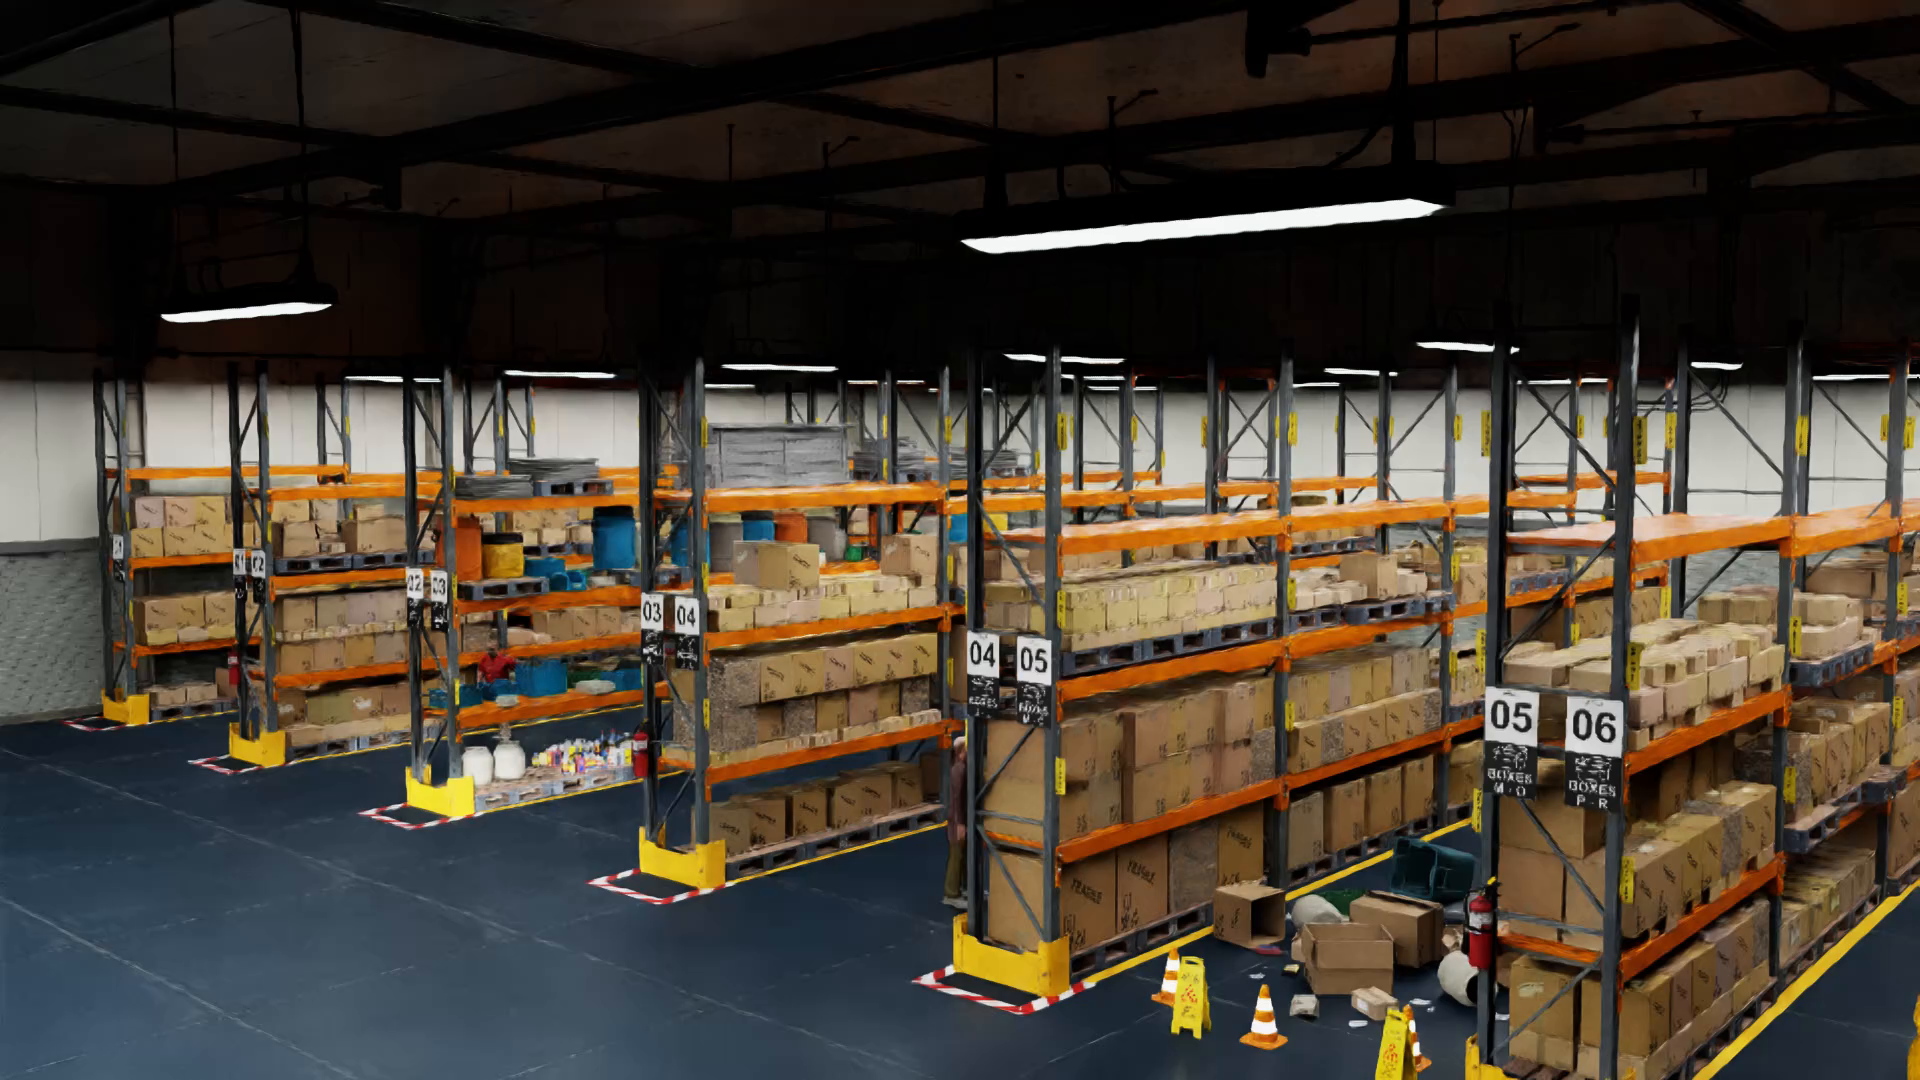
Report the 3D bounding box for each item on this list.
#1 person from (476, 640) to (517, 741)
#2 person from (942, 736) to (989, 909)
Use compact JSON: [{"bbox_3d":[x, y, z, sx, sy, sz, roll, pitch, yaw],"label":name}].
[{"bbox_3d":[-7.279,2.391,26.345,0.706,1.664,0.827,2,5,23],"label":"person"},{"bbox_3d":[0.081,2.962,17.630,0.504,1.788,0.640,1,4,11],"label":"person"}]
